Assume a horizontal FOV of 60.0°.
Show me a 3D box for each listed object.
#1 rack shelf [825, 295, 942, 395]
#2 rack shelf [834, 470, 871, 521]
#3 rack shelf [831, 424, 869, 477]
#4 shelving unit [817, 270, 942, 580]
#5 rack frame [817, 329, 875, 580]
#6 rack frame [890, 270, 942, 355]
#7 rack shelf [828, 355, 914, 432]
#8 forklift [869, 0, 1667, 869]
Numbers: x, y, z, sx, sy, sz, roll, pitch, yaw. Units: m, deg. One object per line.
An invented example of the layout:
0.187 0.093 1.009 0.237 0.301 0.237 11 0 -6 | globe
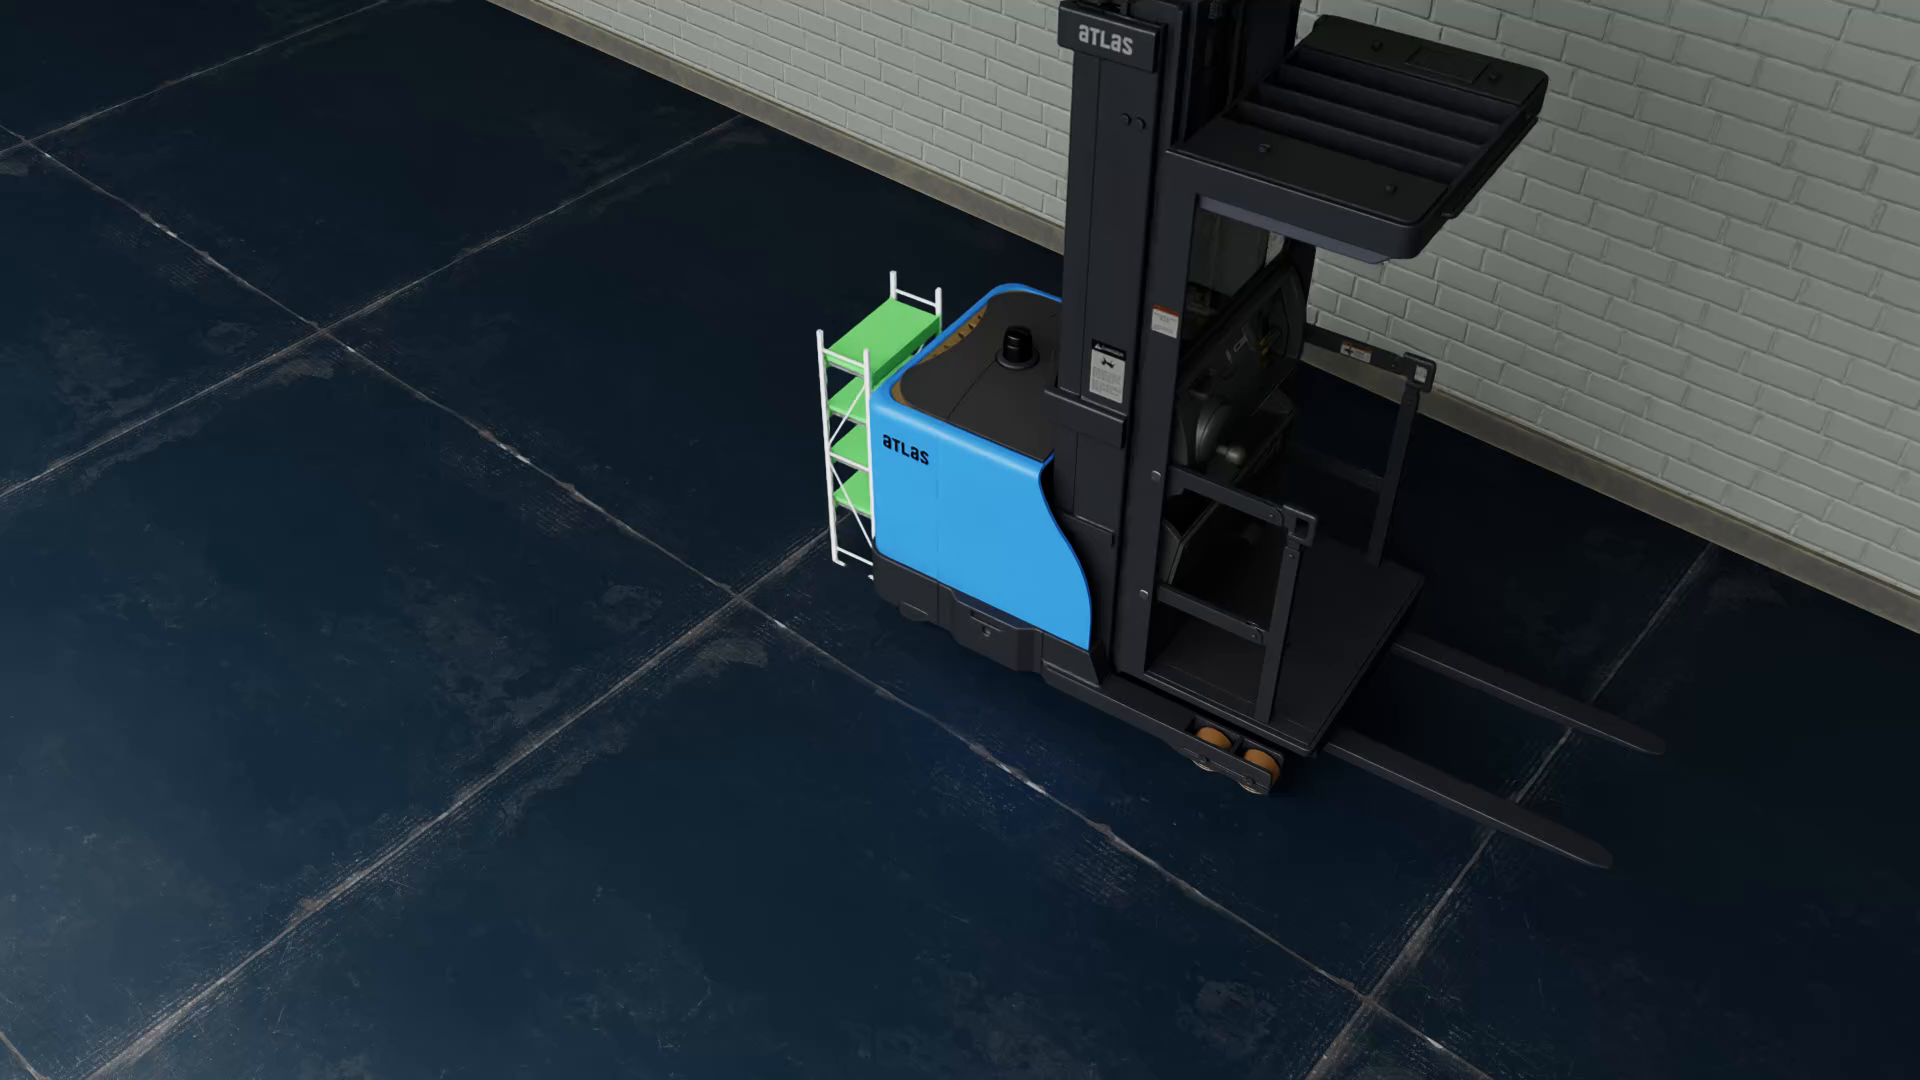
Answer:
-0.309 -0.758 6.573 0.258 0.148 0.480 24 47 24 | rack shelf
-0.309 -0.225 7.057 0.258 0.148 0.480 24 47 24 | rack shelf
-0.309 -0.403 6.896 0.258 0.148 0.480 24 47 24 | rack shelf
-0.309 -0.450 6.853 0.258 1.200 0.503 24 47 24 | shelving unit
-0.443 -0.313 6.702 0.240 1.200 0.015 24 47 24 | rack frame
-0.175 -0.587 7.004 0.240 1.200 0.015 24 47 24 | rack frame
-0.309 -0.580 6.735 0.258 0.148 0.480 24 47 24 | rack shelf
1.149 -0.549 5.675 3.031 2.935 1.130 24 48 24 | forklift
